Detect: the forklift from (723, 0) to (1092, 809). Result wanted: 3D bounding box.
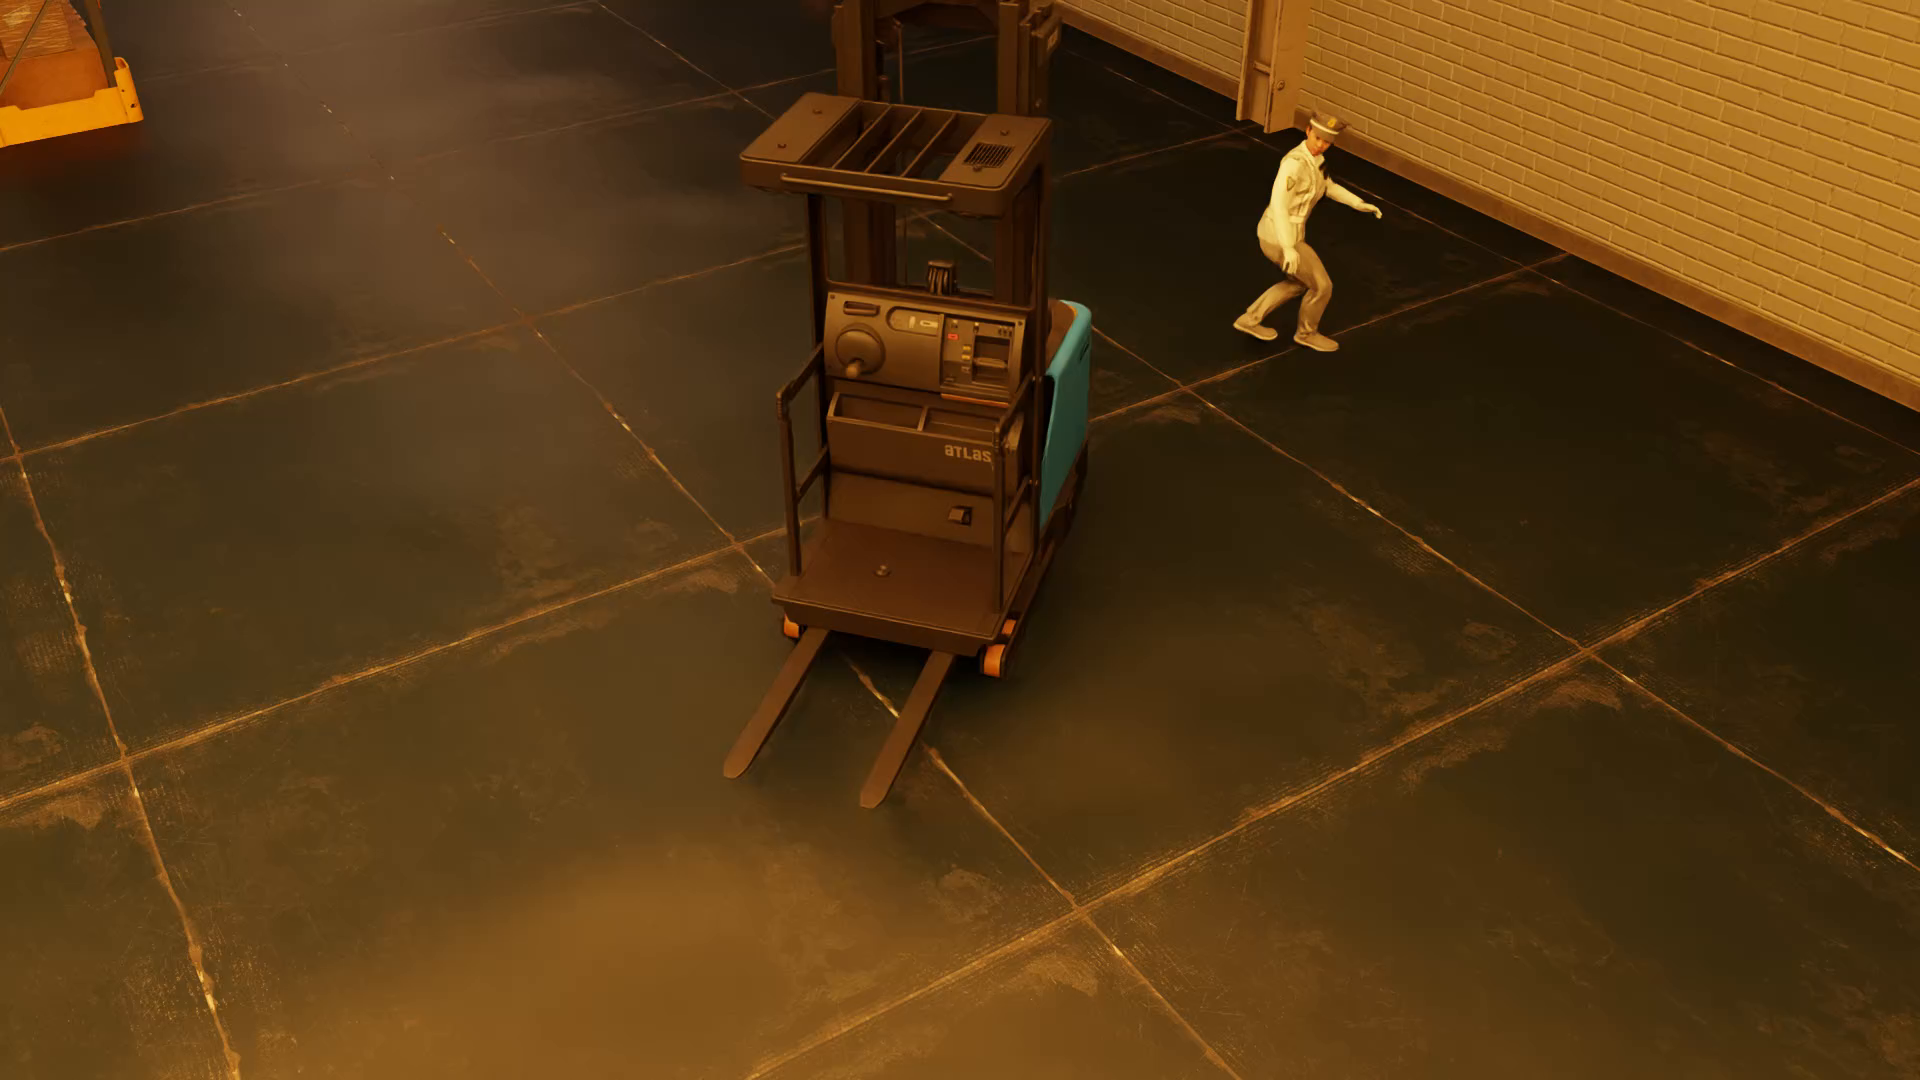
[{"bbox_3d":[-0.224,-0.813,7.304,1.130,2.935,3.031,10,36,14],"label":"forklift"}]

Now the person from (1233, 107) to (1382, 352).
[{"bbox_3d":[2.085,-1.783,9.903,0.802,1.551,0.814,7,36,9],"label":"person"}]
